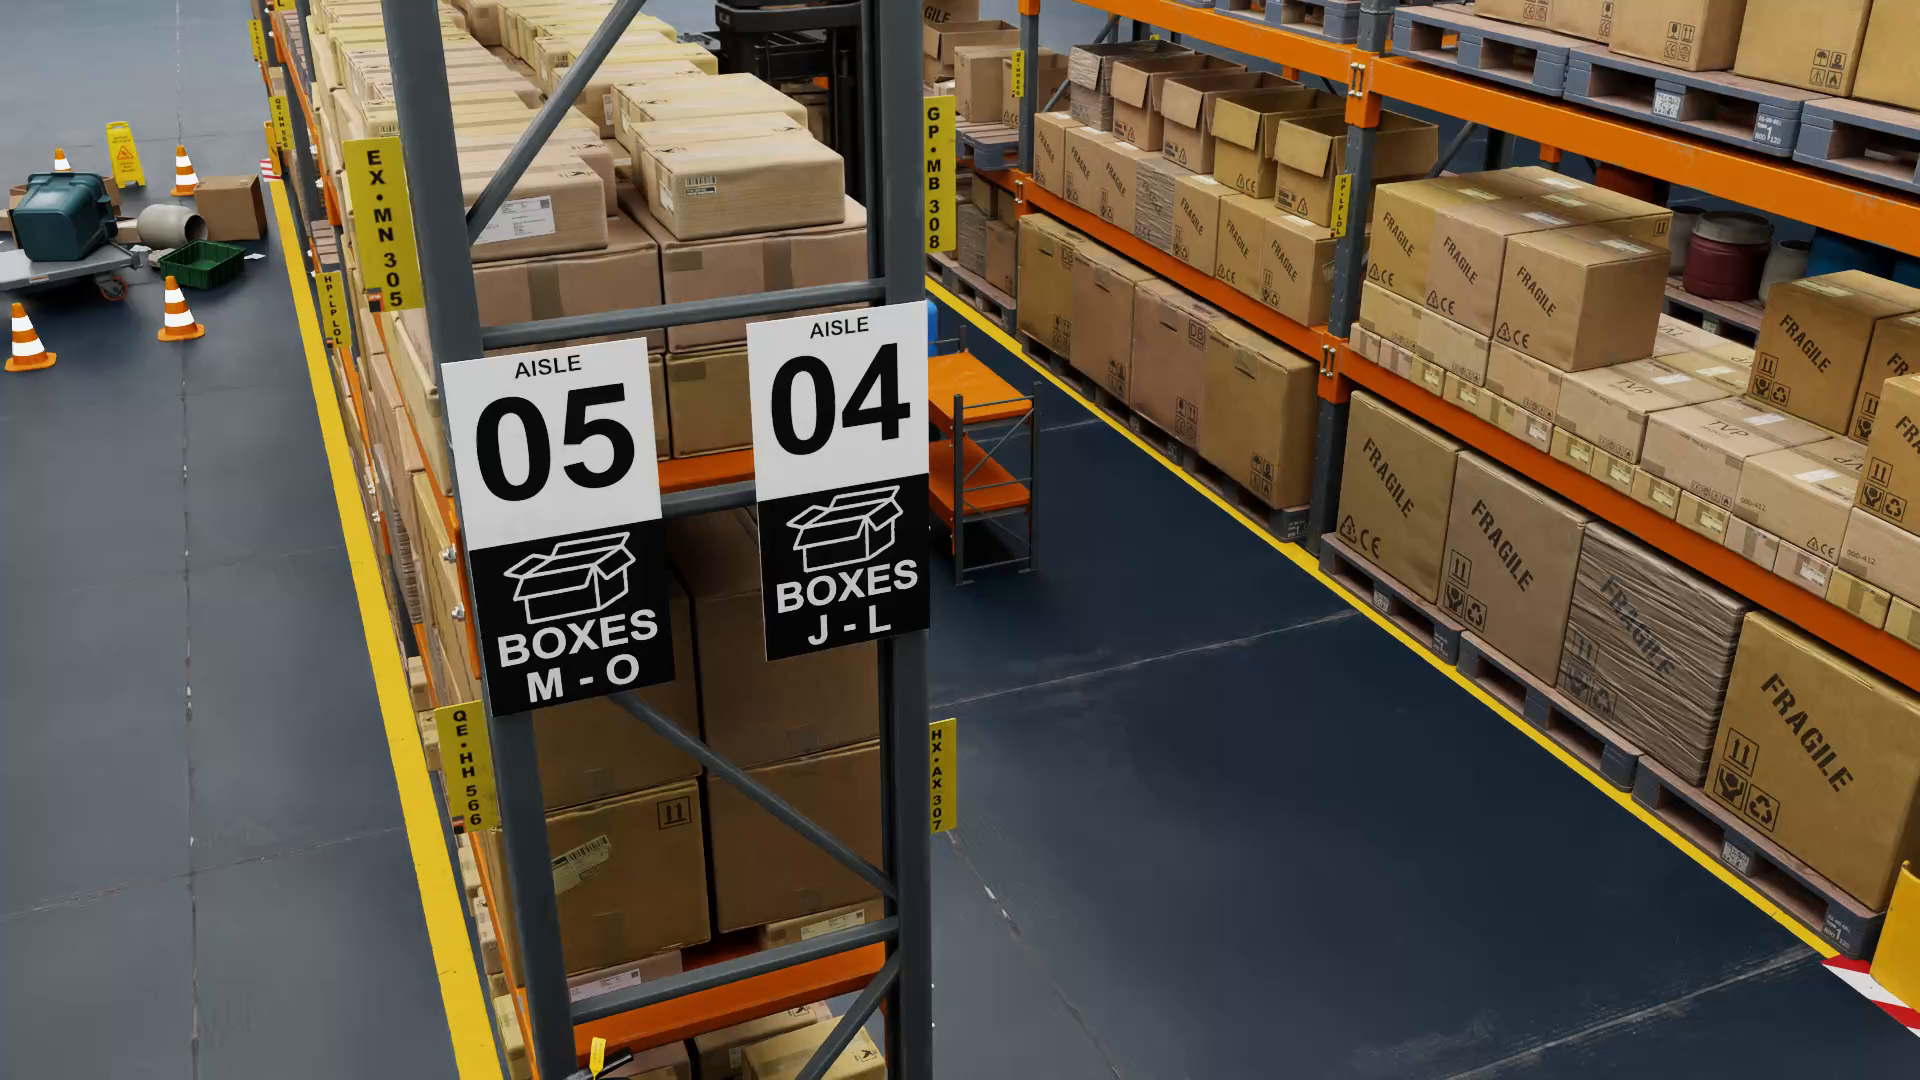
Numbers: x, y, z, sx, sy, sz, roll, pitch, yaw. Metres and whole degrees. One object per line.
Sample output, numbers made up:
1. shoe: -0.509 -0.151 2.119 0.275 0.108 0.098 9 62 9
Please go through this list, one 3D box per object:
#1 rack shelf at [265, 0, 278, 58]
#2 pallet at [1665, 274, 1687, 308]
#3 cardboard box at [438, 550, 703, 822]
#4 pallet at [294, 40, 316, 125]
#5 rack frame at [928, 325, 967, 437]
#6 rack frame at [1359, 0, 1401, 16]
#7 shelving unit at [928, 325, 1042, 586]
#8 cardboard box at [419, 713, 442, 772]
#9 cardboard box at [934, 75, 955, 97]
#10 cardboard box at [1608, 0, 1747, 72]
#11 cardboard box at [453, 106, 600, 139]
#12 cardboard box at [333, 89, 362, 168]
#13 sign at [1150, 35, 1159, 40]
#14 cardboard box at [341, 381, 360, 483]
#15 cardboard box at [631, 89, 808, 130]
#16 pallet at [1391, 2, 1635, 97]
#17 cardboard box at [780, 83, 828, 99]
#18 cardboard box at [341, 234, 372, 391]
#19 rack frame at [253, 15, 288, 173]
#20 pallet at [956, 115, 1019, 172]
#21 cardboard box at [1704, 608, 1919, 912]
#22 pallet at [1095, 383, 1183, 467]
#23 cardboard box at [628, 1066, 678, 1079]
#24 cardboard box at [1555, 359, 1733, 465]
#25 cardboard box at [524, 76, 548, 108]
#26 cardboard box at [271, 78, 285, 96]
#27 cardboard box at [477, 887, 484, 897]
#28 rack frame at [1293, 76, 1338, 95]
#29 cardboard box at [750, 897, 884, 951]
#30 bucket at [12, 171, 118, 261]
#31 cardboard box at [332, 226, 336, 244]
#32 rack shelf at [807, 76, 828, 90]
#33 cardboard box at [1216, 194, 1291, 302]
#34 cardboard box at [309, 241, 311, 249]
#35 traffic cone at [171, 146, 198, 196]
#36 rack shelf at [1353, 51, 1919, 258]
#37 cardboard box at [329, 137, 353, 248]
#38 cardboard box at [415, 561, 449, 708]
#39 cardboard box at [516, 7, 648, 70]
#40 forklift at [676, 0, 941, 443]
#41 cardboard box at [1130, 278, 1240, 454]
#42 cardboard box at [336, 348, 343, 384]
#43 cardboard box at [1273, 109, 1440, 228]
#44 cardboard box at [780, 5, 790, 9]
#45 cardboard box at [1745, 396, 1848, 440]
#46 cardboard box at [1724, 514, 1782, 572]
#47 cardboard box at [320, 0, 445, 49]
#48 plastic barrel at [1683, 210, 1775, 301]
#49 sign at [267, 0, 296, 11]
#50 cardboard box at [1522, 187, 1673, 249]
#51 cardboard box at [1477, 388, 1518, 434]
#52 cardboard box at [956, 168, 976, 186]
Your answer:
1. rack shelf: -4.471 -3.988 11.900 1.077 0.370 4.000 -11 28 -21
2. pallet: 5.820 -2.254 14.126 1.003 0.211 1.213 -11 28 -21
3. cardboard box: -0.963 0.304 4.116 0.500 0.500 0.500 -11 28 -22
4. pallet: -2.266 -2.072 7.370 1.213 0.211 1.003 -11 28 -21
5. rack frame: -0.196 -0.708 9.918 0.500 1.125 0.032 -11 28 -21
6. rack frame: 2.482 -4.048 7.785 1.000 3.000 0.127 -11 28 -21
7. shelving unit: 0.003 -0.503 9.498 0.538 1.125 1.048 -11 28 -21
8. cardboard box: -2.171 0.861 7.338 0.380 0.149 0.250 -10 28 -19
9. cardboard box: 0.014 -3.722 13.629 0.396 0.266 0.258 -11 28 -22
10. cardboard box: 3.124 -2.220 6.752 0.700 0.500 0.500 -9 28 -18
11. cardboard box: -1.064 -0.914 3.931 0.380 0.149 0.250 -11 28 -22
12. cardboard box: -1.556 -1.193 4.956 0.500 0.250 0.500 -12 28 -23
13. sign: 1.425 -3.584 12.352 0.100 0.325 0.005 -11 28 -21
14. cardboard box: -3.446 -0.689 10.113 0.500 0.500 0.500 -10 28 -20
15. cardboard box: -0.595 -1.008 4.124 0.380 0.149 0.250 -11 28 -21
16. pallet: 2.792 -2.328 7.782 1.003 0.211 1.213 -11 28 -21
17. cardboard box: -1.723 -4.772 18.475 0.500 0.500 0.500 -3 26 -7
18. cardboard box: -2.169 -0.945 6.673 0.500 0.500 0.500 -10 28 -19
19. rack frame: -6.821 -5.385 17.361 1.000 3.000 0.127 -11 28 -21
20. pallet: 0.538 -3.150 13.002 1.213 0.211 1.003 -11 28 -21
21. cardboard box: 3.724 0.784 6.668 0.875 0.875 0.875 -11 28 -21
22. pallet: 1.628 -0.891 11.334 1.003 0.211 1.213 -11 28 -21
23. cardboard box: -0.996 1.729 4.883 0.380 0.149 0.250 -10 28 -20
24. cardboard box: 3.009 -0.574 7.338 0.500 0.250 0.500 -11 28 -21
25. cardboard box: -1.080 -1.274 5.122 0.500 0.250 0.500 -12 28 -23
26. cardboard box: -5.098 -3.353 13.085 0.500 0.500 0.500 -10 28 -20
27. cardboard box: -1.528 1.346 6.007 0.380 0.149 0.250 -9 27 -18
28. rack frame: 3.906 -5.433 17.458 1.000 3.000 0.127 -11 28 -21
29. cardboard box: -0.381 1.000 4.570 0.380 0.149 0.250 -11 28 -21
30. bucket: -7.429 -2.641 13.739 0.726 0.611 0.620 -1 36 -3
31. cardboard box: -3.594 -1.908 10.046 0.380 0.149 0.250 -9 27 -18
32. rack shelf: -1.435 -5.066 17.527 1.077 0.370 4.000 -11 28 -21
33. cardboard box: 1.860 -1.740 9.781 0.500 0.500 0.500 -10 28 -19
34. cardboard box: -4.929 -2.713 13.973 1.050 0.750 0.750 -11 28 -21
35. traffic cone: -7.920 -3.787 16.979 0.336 0.463 0.334 -11 28 -21
36. rack shelf: 3.265 -1.569 6.947 1.077 0.370 4.000 -11 28 -21
37. cardboard box: -1.793 -1.175 5.490 0.500 0.250 0.500 -9 28 -18
38. cardboard box: -1.372 0.346 5.169 0.500 0.500 0.500 -10 28 -20
39. cardboard box: -1.217 -1.628 5.394 0.380 0.149 0.250 -11 28 -21
40. forklift: -1.258 -2.284 11.087 1.130 2.935 3.031 -13 29 -25
41. cardboard box: 1.862 -1.202 10.735 1.225 0.875 0.875 -12 28 -22
42. cardboard box: -3.442 -1.033 9.963 0.500 0.250 0.500 -11 28 -21
43. cardboard box: 2.224 -2.104 9.384 0.797 0.503 0.637 -11 28 -22
44. cardboard box: -1.380 -5.554 17.254 0.875 0.500 0.500 -11 28 -21
45. cardboard box: 3.705 -0.456 7.097 0.500 0.250 0.500 -12 28 -22
46. cardboard box: 3.308 -0.019 6.657 0.380 0.149 0.250 -10 28 -20
47. cardboard box: -1.944 -1.746 5.635 0.380 0.149 0.250 -11 28 -22
48. plastic barrel: 6.122 -2.273 13.256 0.600 0.588 0.708 -11 28 -21
49. sign: -2.631 -2.201 6.383 0.100 0.325 0.005 -11 28 -21
50. cardboard box: 3.100 -1.413 8.202 0.500 0.500 0.500 -10 28 -20
51. cardboard box: 2.703 -0.641 7.931 0.380 0.149 0.250 -11 28 -21
52. cardboard box: -0.042 -2.983 14.789 0.700 0.500 0.500 -13 29 -25
